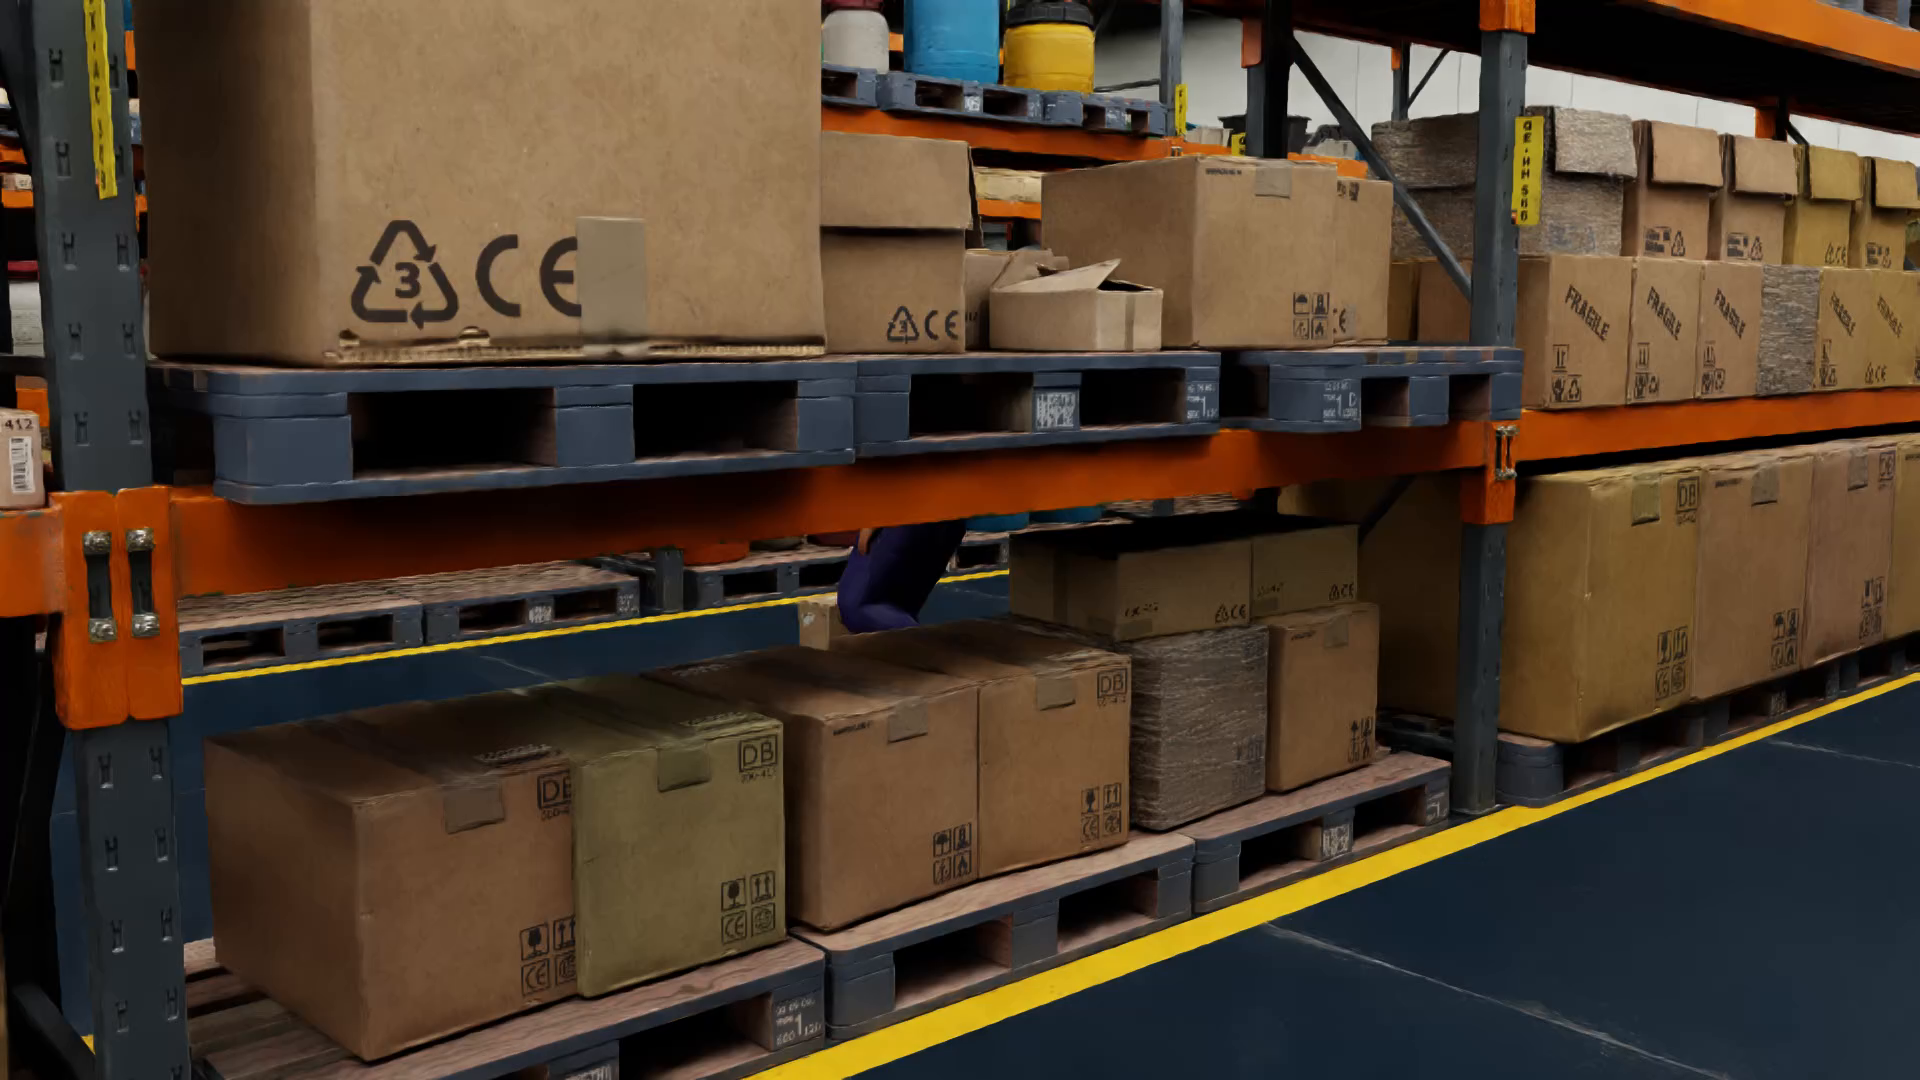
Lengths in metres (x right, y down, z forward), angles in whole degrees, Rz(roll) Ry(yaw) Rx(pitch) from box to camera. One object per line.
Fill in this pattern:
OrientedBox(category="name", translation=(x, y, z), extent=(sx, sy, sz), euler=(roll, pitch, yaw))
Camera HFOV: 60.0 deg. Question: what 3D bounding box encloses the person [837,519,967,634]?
OrientedBox(category="person", translation=(-0.159, -0.052, 6.362), extent=(0.594, 1.615, 0.564), euler=(4, 8, 26))
